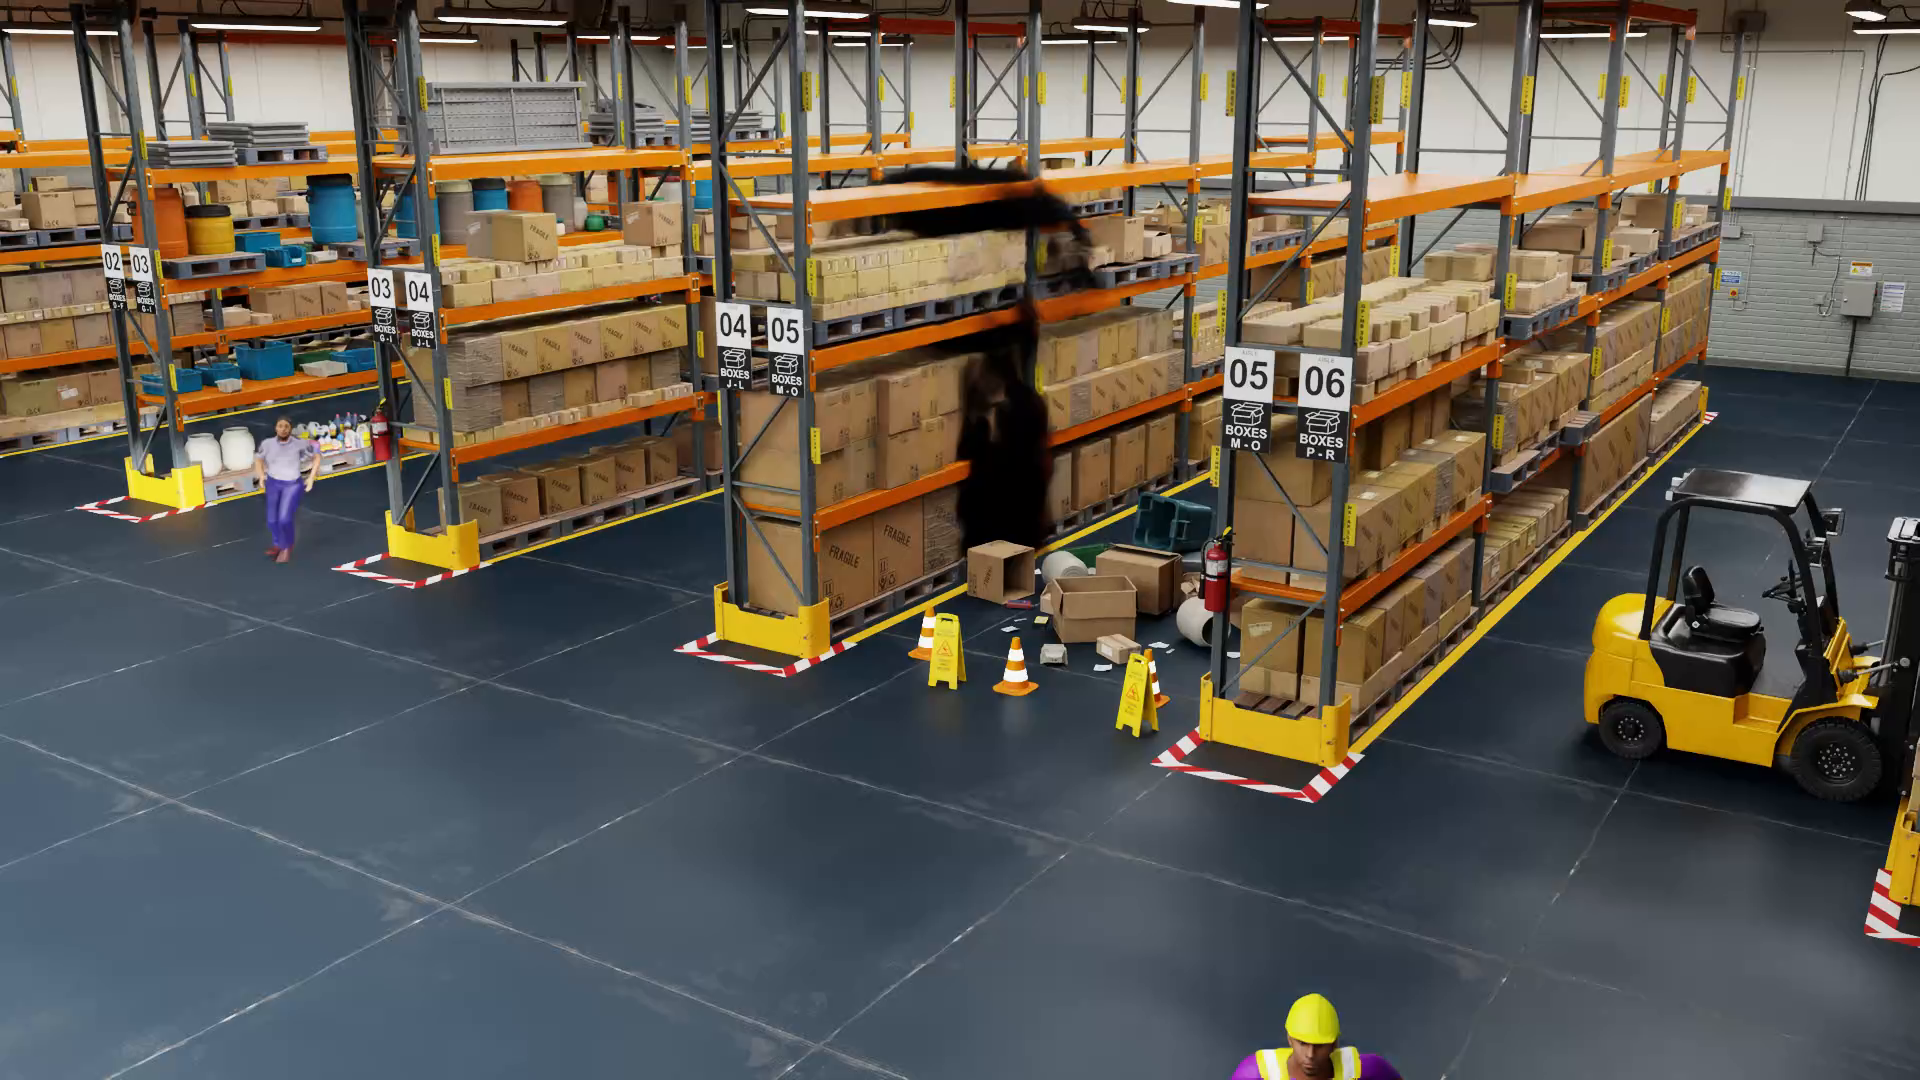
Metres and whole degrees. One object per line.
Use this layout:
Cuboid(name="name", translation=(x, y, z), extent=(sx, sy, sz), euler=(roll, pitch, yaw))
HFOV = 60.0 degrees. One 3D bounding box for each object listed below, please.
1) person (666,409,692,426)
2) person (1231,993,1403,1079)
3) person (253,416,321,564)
Cuboid(name="person", translation=(-3.973, -2.124, 23.818), extent=(0.582, 1.665, 0.578), euler=(9, 18, 28))
Cuboid(name="person", translation=(1.376, 2.607, 6.634), extent=(0.731, 1.810, 0.938), euler=(4, 16, 13))
Cuboid(name="person", translation=(-7.394, -0.544, 18.246), extent=(0.679, 1.624, 0.644), euler=(0, 16, 0))
